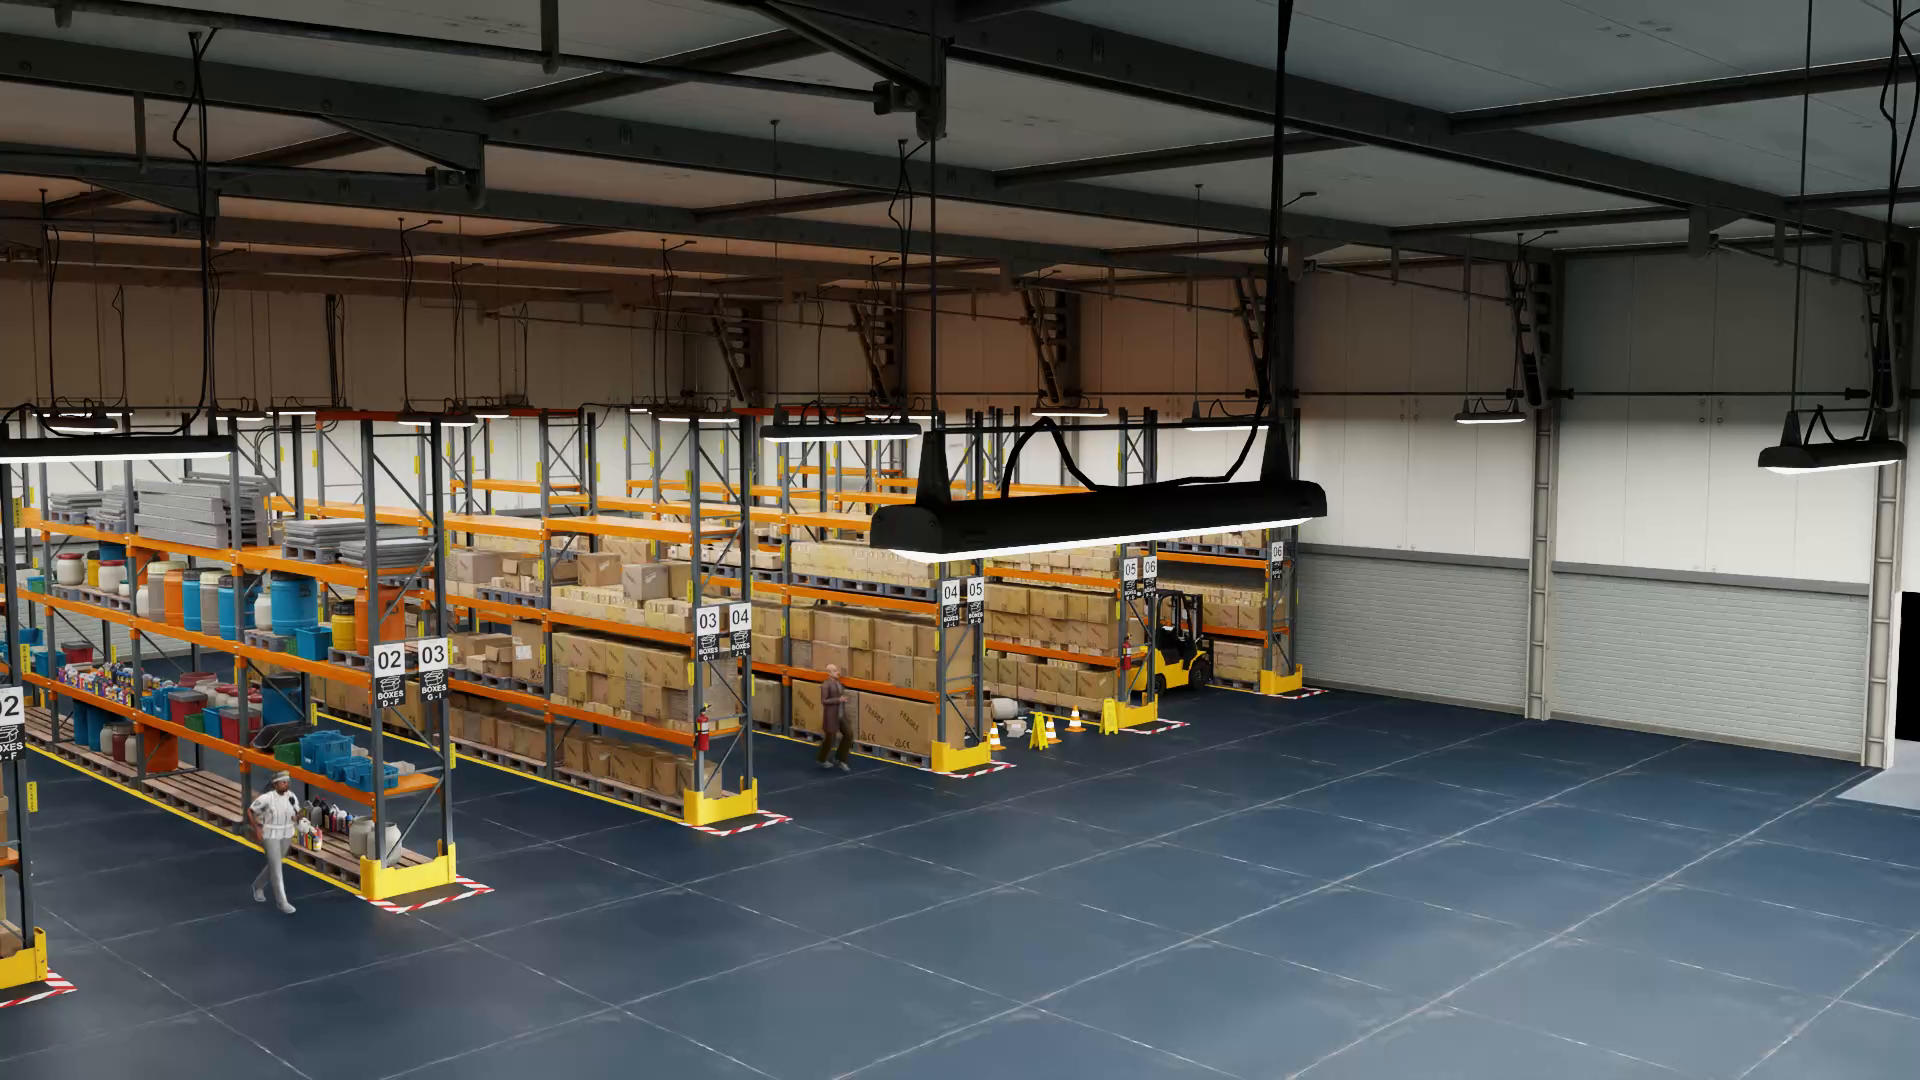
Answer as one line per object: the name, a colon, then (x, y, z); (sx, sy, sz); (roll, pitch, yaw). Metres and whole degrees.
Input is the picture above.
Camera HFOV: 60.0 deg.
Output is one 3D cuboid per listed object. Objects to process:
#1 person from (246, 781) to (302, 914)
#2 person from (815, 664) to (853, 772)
person: (-8.338, 3.666, 20.387); (0.997, 1.630, 0.593); (3, 6, 33)
person: (-2.089, 2.986, 27.816); (0.776, 1.826, 0.685); (3, 6, 34)
